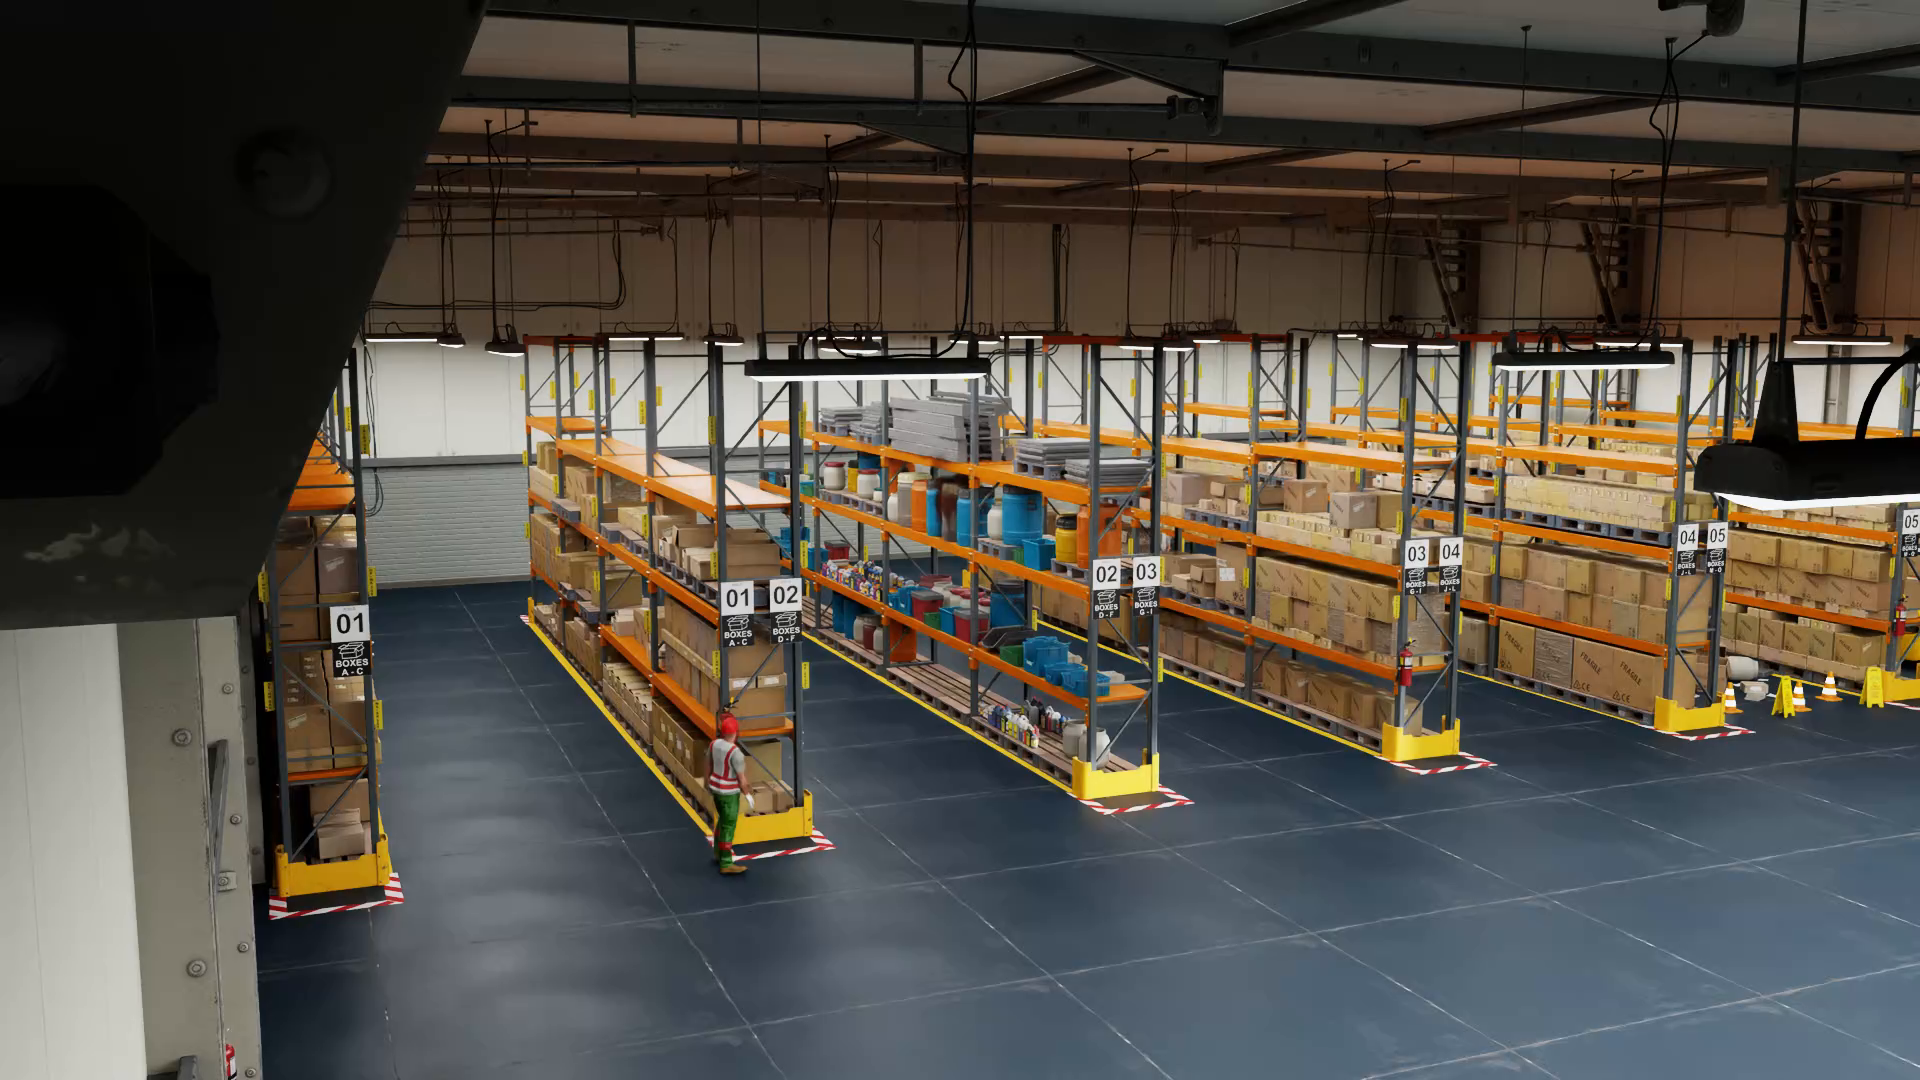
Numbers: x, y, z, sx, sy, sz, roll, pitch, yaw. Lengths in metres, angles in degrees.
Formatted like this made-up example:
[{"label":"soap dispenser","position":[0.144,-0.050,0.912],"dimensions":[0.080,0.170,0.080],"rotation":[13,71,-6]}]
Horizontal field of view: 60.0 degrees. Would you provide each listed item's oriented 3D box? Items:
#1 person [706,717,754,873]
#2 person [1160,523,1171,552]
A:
[{"label":"person","position":[-2.682,2.922,19.181],"dimensions":[0.453,1.826,0.657],"rotation":[-6,10,-37]},{"label":"person","position":[4.509,0.467,37.885],"dimensions":[0.557,1.812,0.877],"rotation":[-3,8,-21]}]
